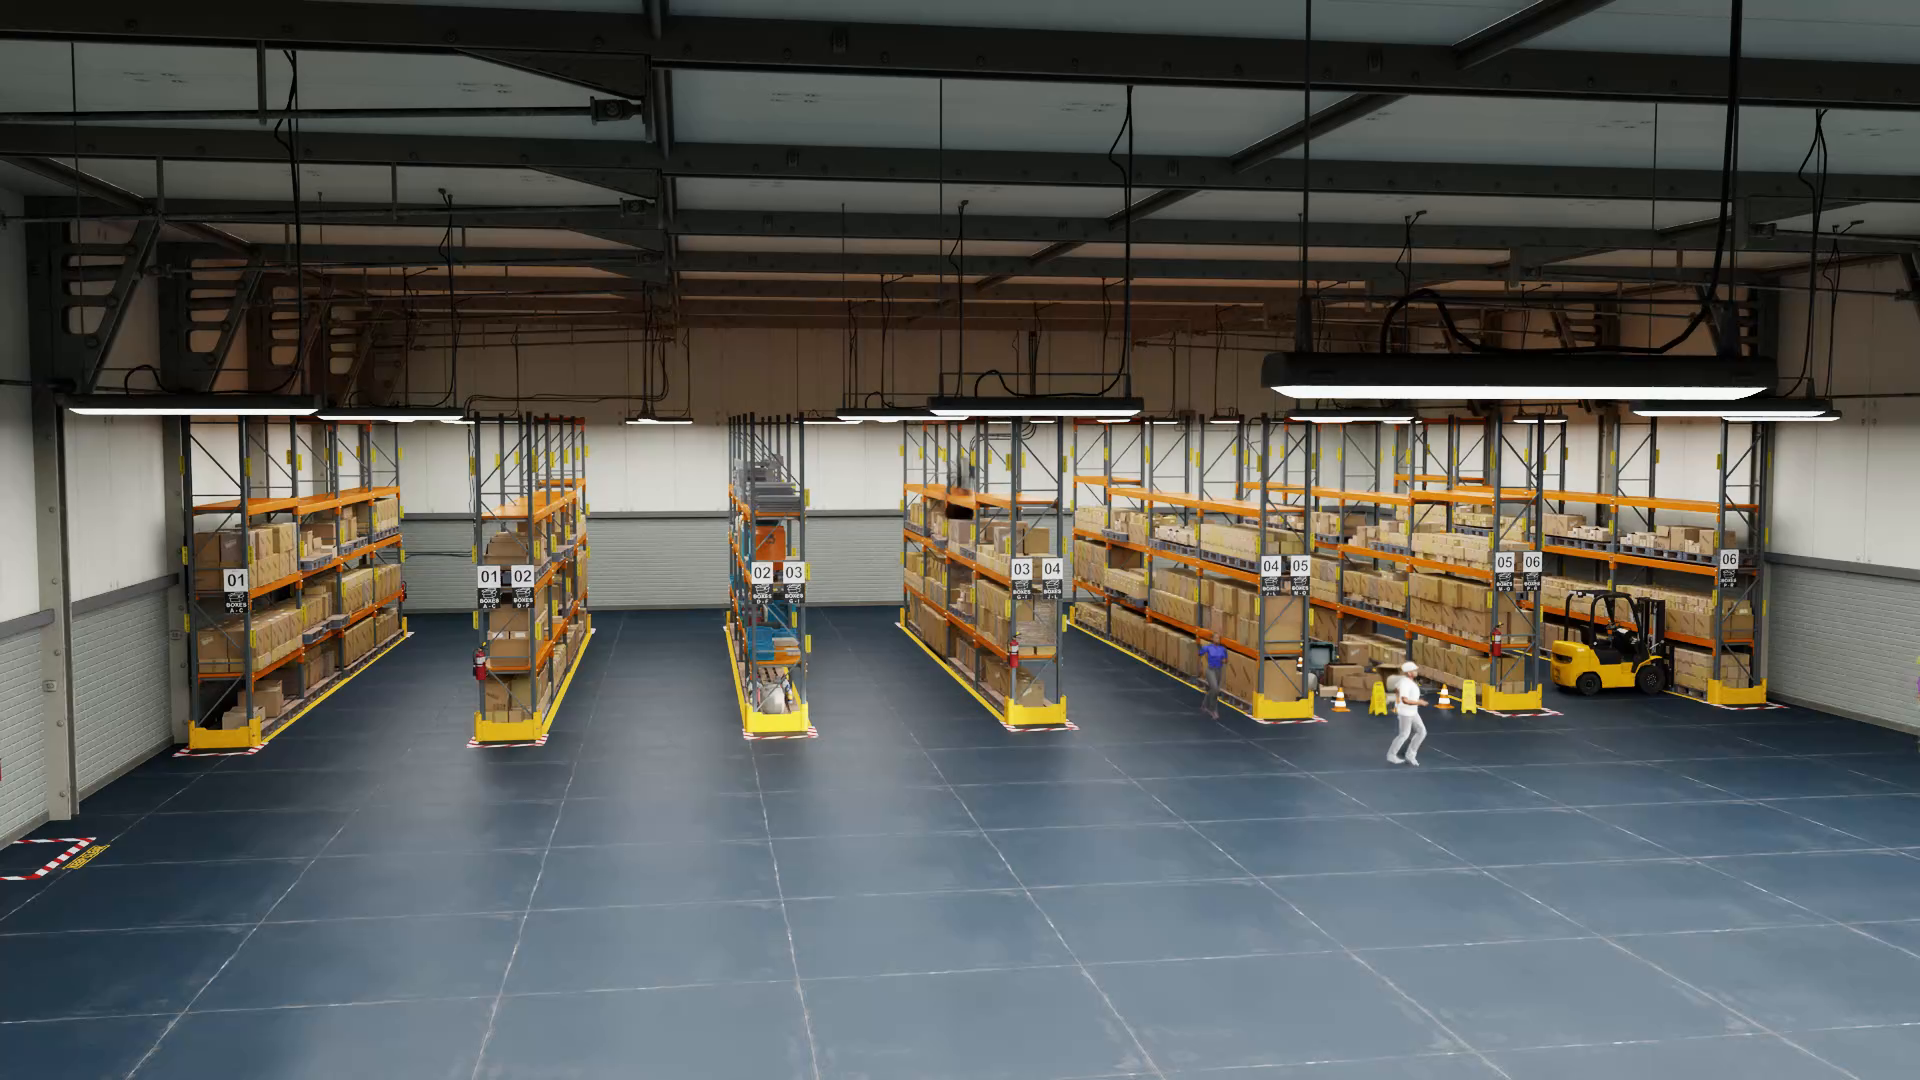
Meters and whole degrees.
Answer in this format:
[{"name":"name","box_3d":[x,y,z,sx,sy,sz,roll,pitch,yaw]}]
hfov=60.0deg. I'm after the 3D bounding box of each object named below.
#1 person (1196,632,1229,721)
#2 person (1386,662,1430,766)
[{"name":"person","box_3d":[4.996,2.679,32.815,0.593,1.698,0.775,-2,4,-27]},{"name":"person","box_3d":[7.561,2.951,28.014,0.733,1.802,0.679,2,4,29]}]
